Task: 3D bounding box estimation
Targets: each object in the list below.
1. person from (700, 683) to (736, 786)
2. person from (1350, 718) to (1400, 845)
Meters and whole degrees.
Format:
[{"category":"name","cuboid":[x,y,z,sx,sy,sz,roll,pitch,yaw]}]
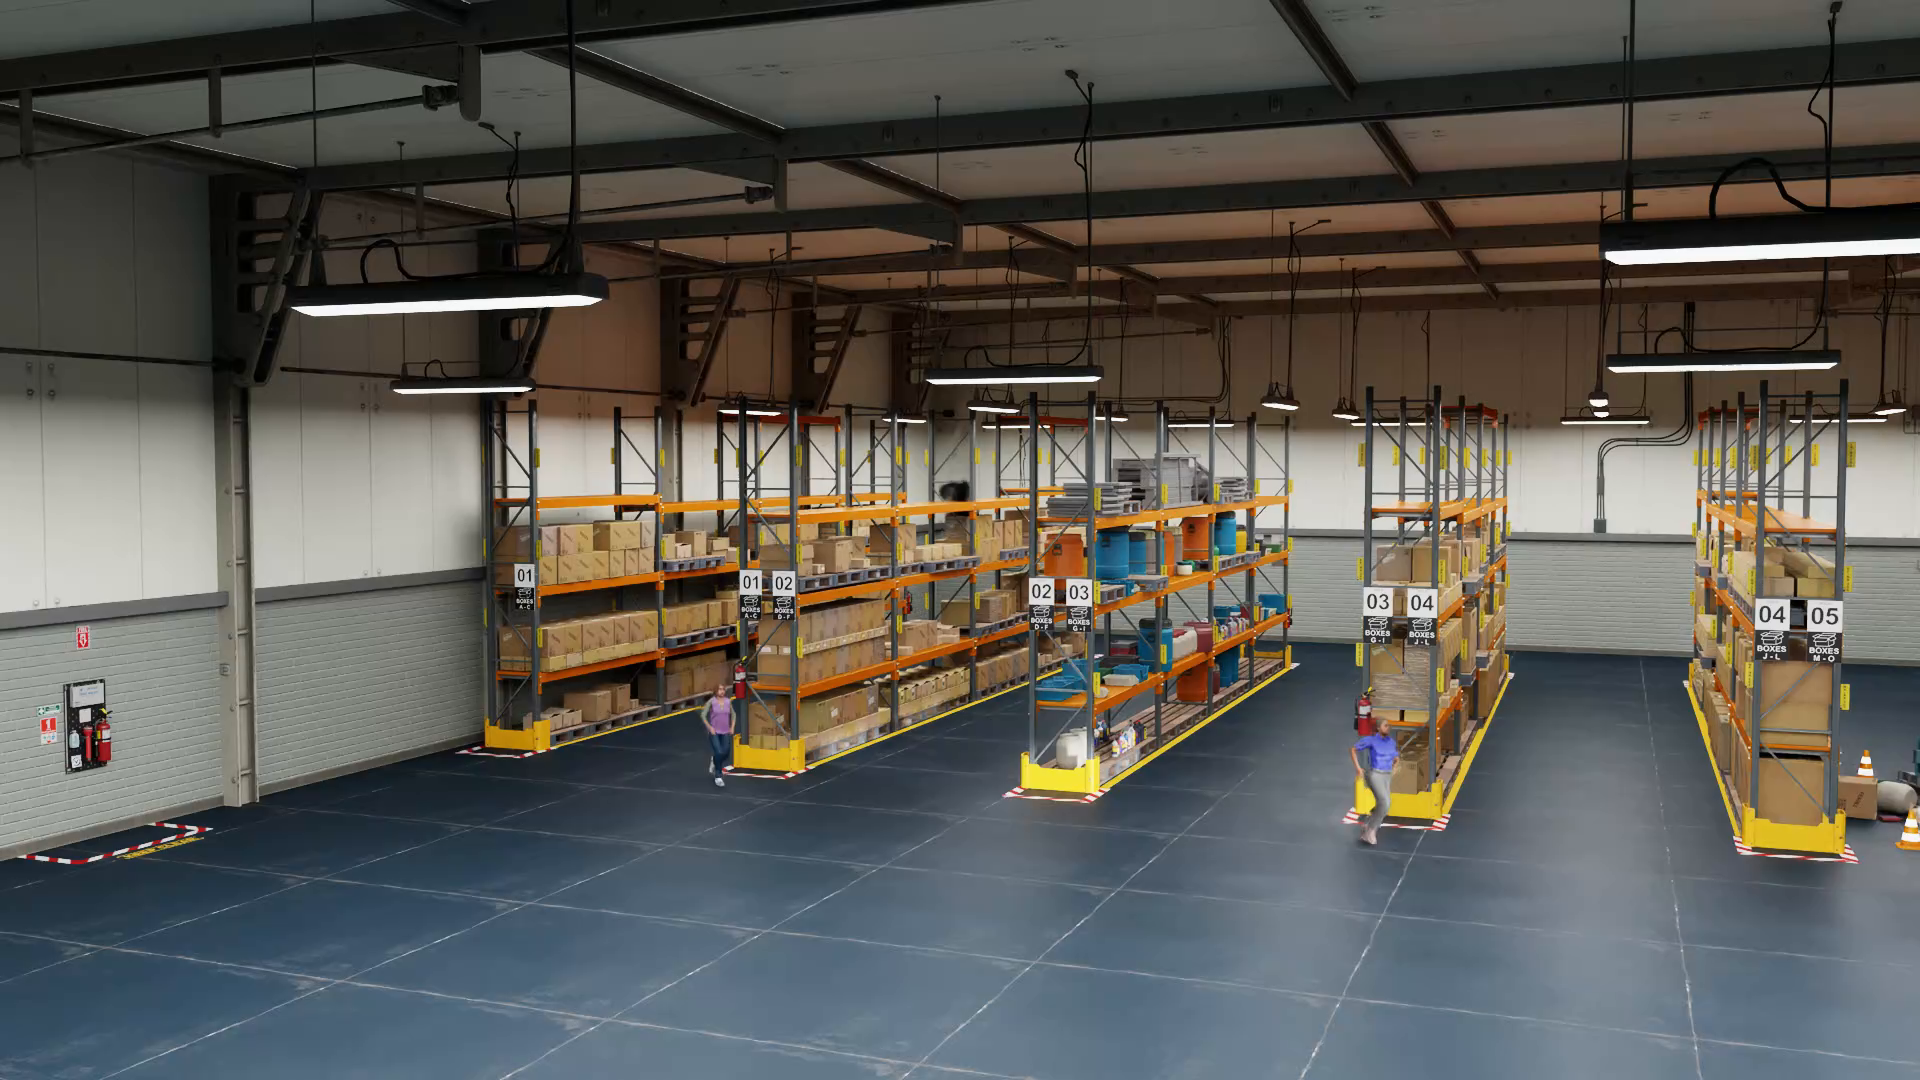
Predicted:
[{"category":"person","cuboid":[-3.732,2.973,25.642,0.572,1.564,0.562,-2,3,-30]},{"category":"person","cuboid":[5.468,3.122,21.587,0.597,1.617,0.594,-2,3,-32]}]
